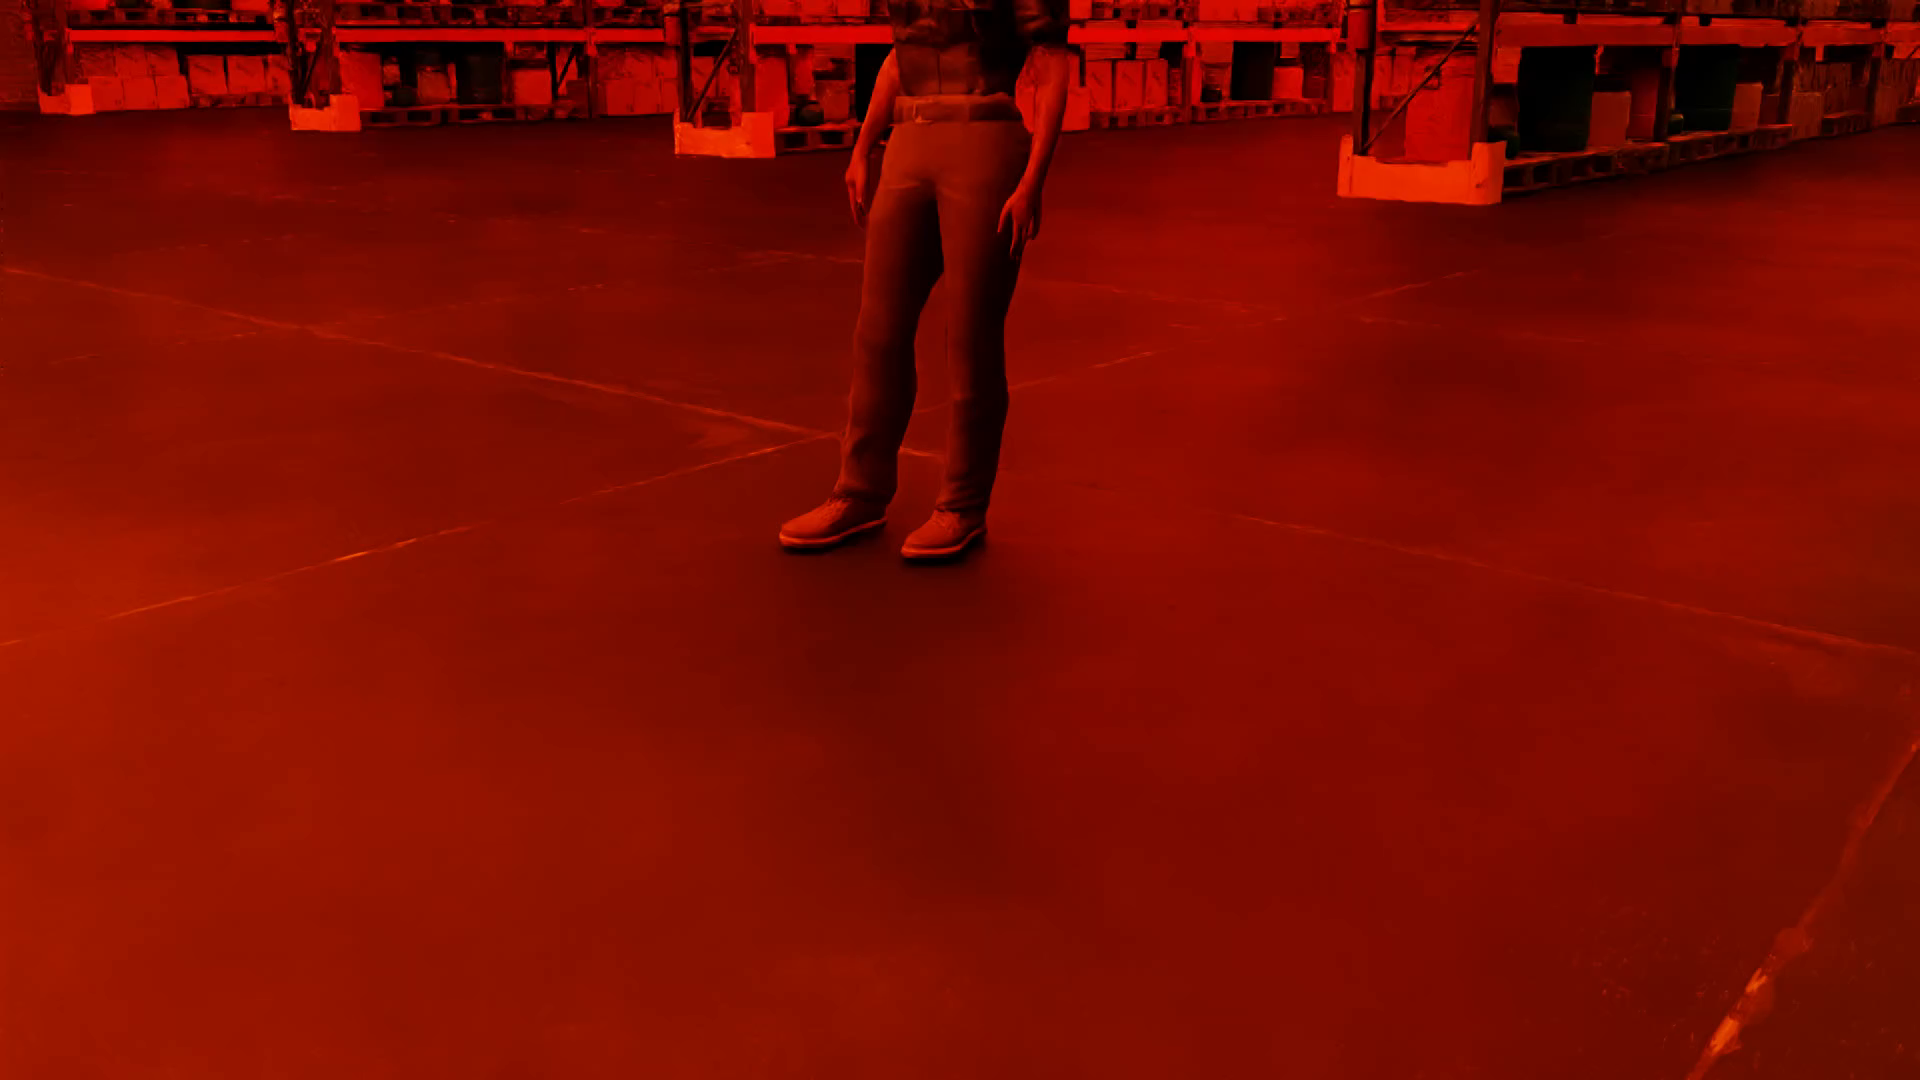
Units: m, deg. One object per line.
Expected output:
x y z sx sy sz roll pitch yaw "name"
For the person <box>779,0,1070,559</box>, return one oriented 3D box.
-0.071 -0.779 3.647 0.570 1.648 0.503 13 21 37 "person"
